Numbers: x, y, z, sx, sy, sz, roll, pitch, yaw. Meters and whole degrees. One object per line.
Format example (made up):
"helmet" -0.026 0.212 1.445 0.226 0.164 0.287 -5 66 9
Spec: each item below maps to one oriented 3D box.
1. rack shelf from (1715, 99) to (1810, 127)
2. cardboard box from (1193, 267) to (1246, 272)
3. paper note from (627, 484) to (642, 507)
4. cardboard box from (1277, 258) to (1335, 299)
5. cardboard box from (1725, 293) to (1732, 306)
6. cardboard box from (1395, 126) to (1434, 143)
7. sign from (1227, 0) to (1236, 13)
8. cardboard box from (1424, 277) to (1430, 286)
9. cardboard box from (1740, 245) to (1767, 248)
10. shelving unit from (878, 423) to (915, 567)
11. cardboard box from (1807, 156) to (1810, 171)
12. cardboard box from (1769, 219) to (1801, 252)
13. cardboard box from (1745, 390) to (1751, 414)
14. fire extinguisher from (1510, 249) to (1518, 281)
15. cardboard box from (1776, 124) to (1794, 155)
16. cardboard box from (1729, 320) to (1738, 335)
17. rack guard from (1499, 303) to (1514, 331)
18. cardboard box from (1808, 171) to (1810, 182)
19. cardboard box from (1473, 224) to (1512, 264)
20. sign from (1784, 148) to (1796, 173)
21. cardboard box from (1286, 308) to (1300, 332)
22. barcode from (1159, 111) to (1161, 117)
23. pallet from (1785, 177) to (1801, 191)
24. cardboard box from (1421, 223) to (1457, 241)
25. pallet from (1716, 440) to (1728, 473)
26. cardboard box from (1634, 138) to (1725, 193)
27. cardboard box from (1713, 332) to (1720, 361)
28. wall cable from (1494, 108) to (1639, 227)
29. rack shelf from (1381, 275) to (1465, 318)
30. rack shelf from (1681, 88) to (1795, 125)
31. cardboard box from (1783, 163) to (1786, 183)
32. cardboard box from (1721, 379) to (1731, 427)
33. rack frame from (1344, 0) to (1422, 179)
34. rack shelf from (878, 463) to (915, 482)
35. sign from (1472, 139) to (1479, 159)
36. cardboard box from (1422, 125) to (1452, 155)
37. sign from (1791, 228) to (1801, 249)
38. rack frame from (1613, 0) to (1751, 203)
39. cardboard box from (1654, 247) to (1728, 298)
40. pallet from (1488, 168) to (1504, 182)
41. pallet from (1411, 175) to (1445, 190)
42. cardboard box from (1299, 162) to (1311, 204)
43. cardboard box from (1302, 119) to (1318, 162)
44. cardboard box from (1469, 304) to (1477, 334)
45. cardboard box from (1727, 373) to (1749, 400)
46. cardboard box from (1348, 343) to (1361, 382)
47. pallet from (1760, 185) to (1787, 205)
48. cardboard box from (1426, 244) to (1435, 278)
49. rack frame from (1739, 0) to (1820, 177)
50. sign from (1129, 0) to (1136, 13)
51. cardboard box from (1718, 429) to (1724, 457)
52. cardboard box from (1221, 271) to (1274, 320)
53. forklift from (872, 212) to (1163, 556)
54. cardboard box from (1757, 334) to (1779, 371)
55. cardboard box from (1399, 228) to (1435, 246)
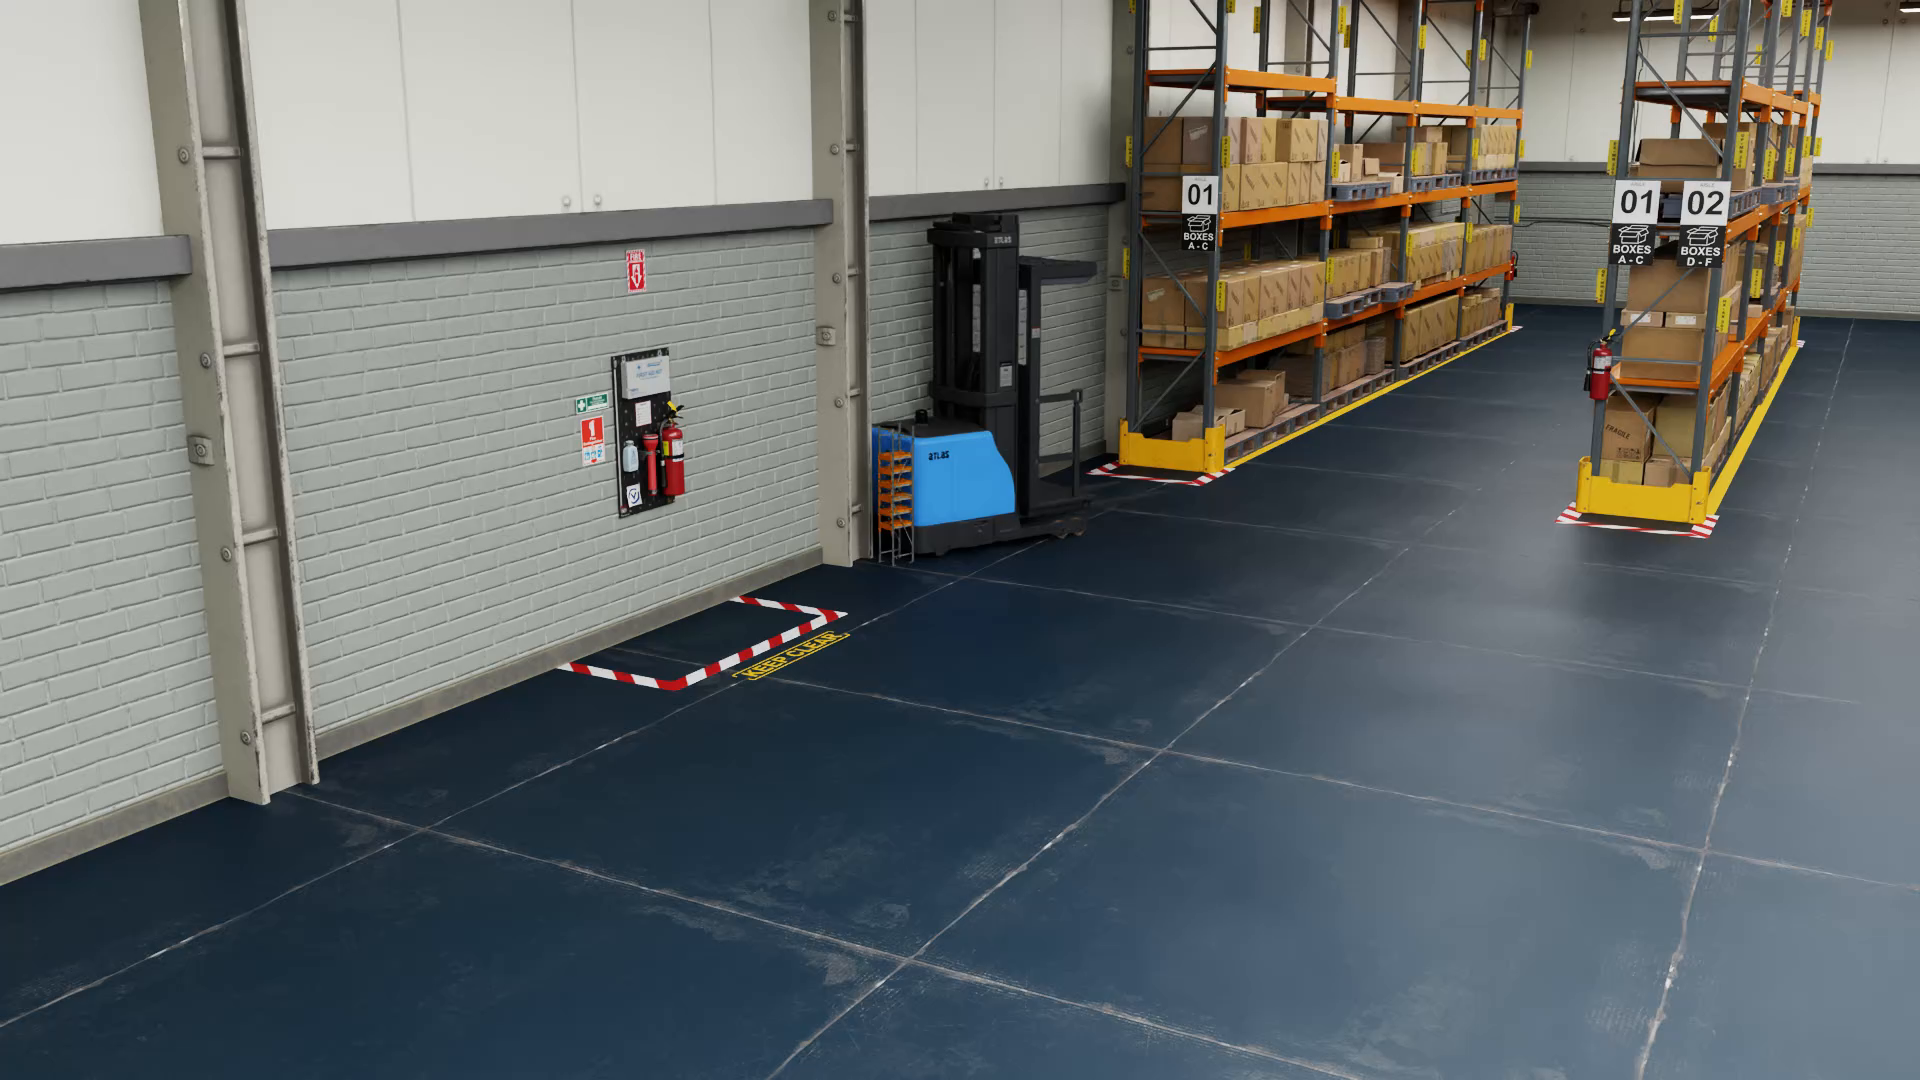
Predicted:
"rack shelf" 11.503 -6.136 23.891 1.077 0.370 4.000 7 15 28
"cardboard box" 3.114 -3.007 20.000 0.500 0.500 0.500 8 16 29
"paper note" -2.363 -0.324 12.073 0.016 0.148 0.142 7 15 28
"cardboard box" 4.540 -3.457 22.035 0.700 0.500 0.500 7 15 28
"cardboard box" 8.165 -2.608 18.072 0.380 0.149 0.250 7 15 28
"cardboard box" 7.338 -6.539 26.823 0.500 0.250 0.500 7 15 26
"sign" 2.805 -5.620 17.200 0.100 0.325 0.005 7 15 28
"cardboard box" 7.292 -4.159 26.594 0.380 0.149 0.250 7 15 28
"cardboard box" 11.768 -4.207 25.191 0.700 0.500 0.500 10 17 37
"shelving unit" -0.548 -0.389 14.297 0.258 1.200 0.189 -11 18 -39
"cardboard box" 13.892 -6.284 27.770 0.500 0.250 0.500 7 15 28
"cardboard box" 13.442 -4.985 27.181 0.500 0.500 0.500 7 15 26
"cardboard box" 9.757 -1.771 21.165 0.500 0.250 0.500 8 16 29
"fire extinguisher" 10.542 -5.315 31.858 0.296 0.674 0.183 7 15 28
"cardboard box" 12.671 -6.271 26.116 0.700 0.500 0.500 7 15 28
"cardboard box" 9.210 -2.569 20.044 0.380 0.149 0.250 7 15 28
"rack guard" 10.077 -4.345 32.207 1.175 0.500 0.348 7 15 28
"cardboard box" 14.134 -6.144 28.253 0.500 0.250 0.500 7 15 28
"cardboard box" 9.827 -5.595 31.420 0.980 0.700 0.700 8 16 31
"sign" 11.018 -5.037 22.071 0.100 0.325 0.005 7 15 28
"cardboard box" 3.823 -2.693 20.296 0.500 0.250 0.500 7 15 28
"barcode" 2.236 -4.760 18.566 0.001 0.075 0.075 7 15 28
"pallet" 12.093 -5.415 25.313 1.213 0.211 1.003 7 15 28
"cardboard box" 7.874 -5.074 27.404 0.500 0.250 0.500 8 16 29
"pallet" 8.181 -1.019 19.026 1.003 0.211 1.213 7 15 28
"cardboard box" 6.950 -3.610 16.010 0.797 0.503 0.637 9 16 32
"cardboard box" 7.651 -2.173 17.651 0.700 0.500 0.500 8 16 30
"wall cable" 13.112 -8.082 36.200 3.097 2.526 0.112 7 15 28
"rack shelf" 7.165 -3.975 26.872 1.077 0.370 4.000 7 15 28
"rack shelf" 9.569 -5.316 20.487 1.077 0.370 4.000 7 15 28
"cardboard box" 11.215 -5.165 23.661 0.910 0.500 0.500 7 15 28
"cardboard box" 8.318 -1.544 18.624 0.500 0.500 0.500 7 15 28
"rack frame" 6.198 -6.831 24.382 1.000 3.000 0.127 7 15 28
"rack shelf" -0.546 -0.578 14.250 0.258 0.103 0.180 -11 18 -39
"sign" 8.611 -6.538 27.794 0.100 0.325 0.005 7 15 28
"cardboard box" 8.265 -6.907 28.711 0.500 0.500 0.500 7 15 28
"sign" 12.957 -4.675 25.771 0.100 0.325 0.005 7 15 28
"rack frame" 6.669 -4.629 15.249 1.000 3.000 0.127 7 15 28
"cardboard box" 7.666 -2.812 17.531 0.700 0.500 0.500 7 15 28
"pallet" 9.127 -6.566 29.874 1.003 0.211 1.213 7 15 28
"pallet" 7.001 -5.648 26.282 1.003 0.211 1.213 8 16 31
"cardboard box" 3.981 -4.376 20.345 0.500 0.500 0.500 6 15 23
"cardboard box" 4.002 -4.848 20.171 0.500 0.500 0.500 8 16 31
"cardboard box" 8.828 -3.968 29.747 0.700 0.500 0.500 7 15 27
"cardboard box" 9.516 -1.938 20.663 0.500 0.311 0.500 7 15 26
"cardboard box" 5.329 -2.562 23.870 0.700 0.500 0.500 7 15 28
"pallet" 9.748 -4.341 20.859 1.003 0.211 1.213 8 16 31
"cardboard box" 7.159 -4.396 26.193 0.500 0.500 0.500 7 15 28
"rack frame" 12.470 -7.091 25.462 1.000 3.000 0.127 7 15 28
"sign" 1.854 -5.787 17.724 0.100 0.325 0.005 7 15 28
"cardboard box" 8.090 -1.075 18.279 0.500 0.250 0.500 7 15 28
"cardboard box" 3.327 -2.844 19.322 0.500 0.500 0.500 7 15 26
"forklift" 0.563 -1.533 15.357 3.031 2.935 1.130 -10 17 -35
"cardboard box" 11.993 -2.836 25.008 0.500 0.500 0.500 8 16 29
"cardboard box" 7.140 -4.759 26.099 0.500 0.250 0.500 7 15 28
